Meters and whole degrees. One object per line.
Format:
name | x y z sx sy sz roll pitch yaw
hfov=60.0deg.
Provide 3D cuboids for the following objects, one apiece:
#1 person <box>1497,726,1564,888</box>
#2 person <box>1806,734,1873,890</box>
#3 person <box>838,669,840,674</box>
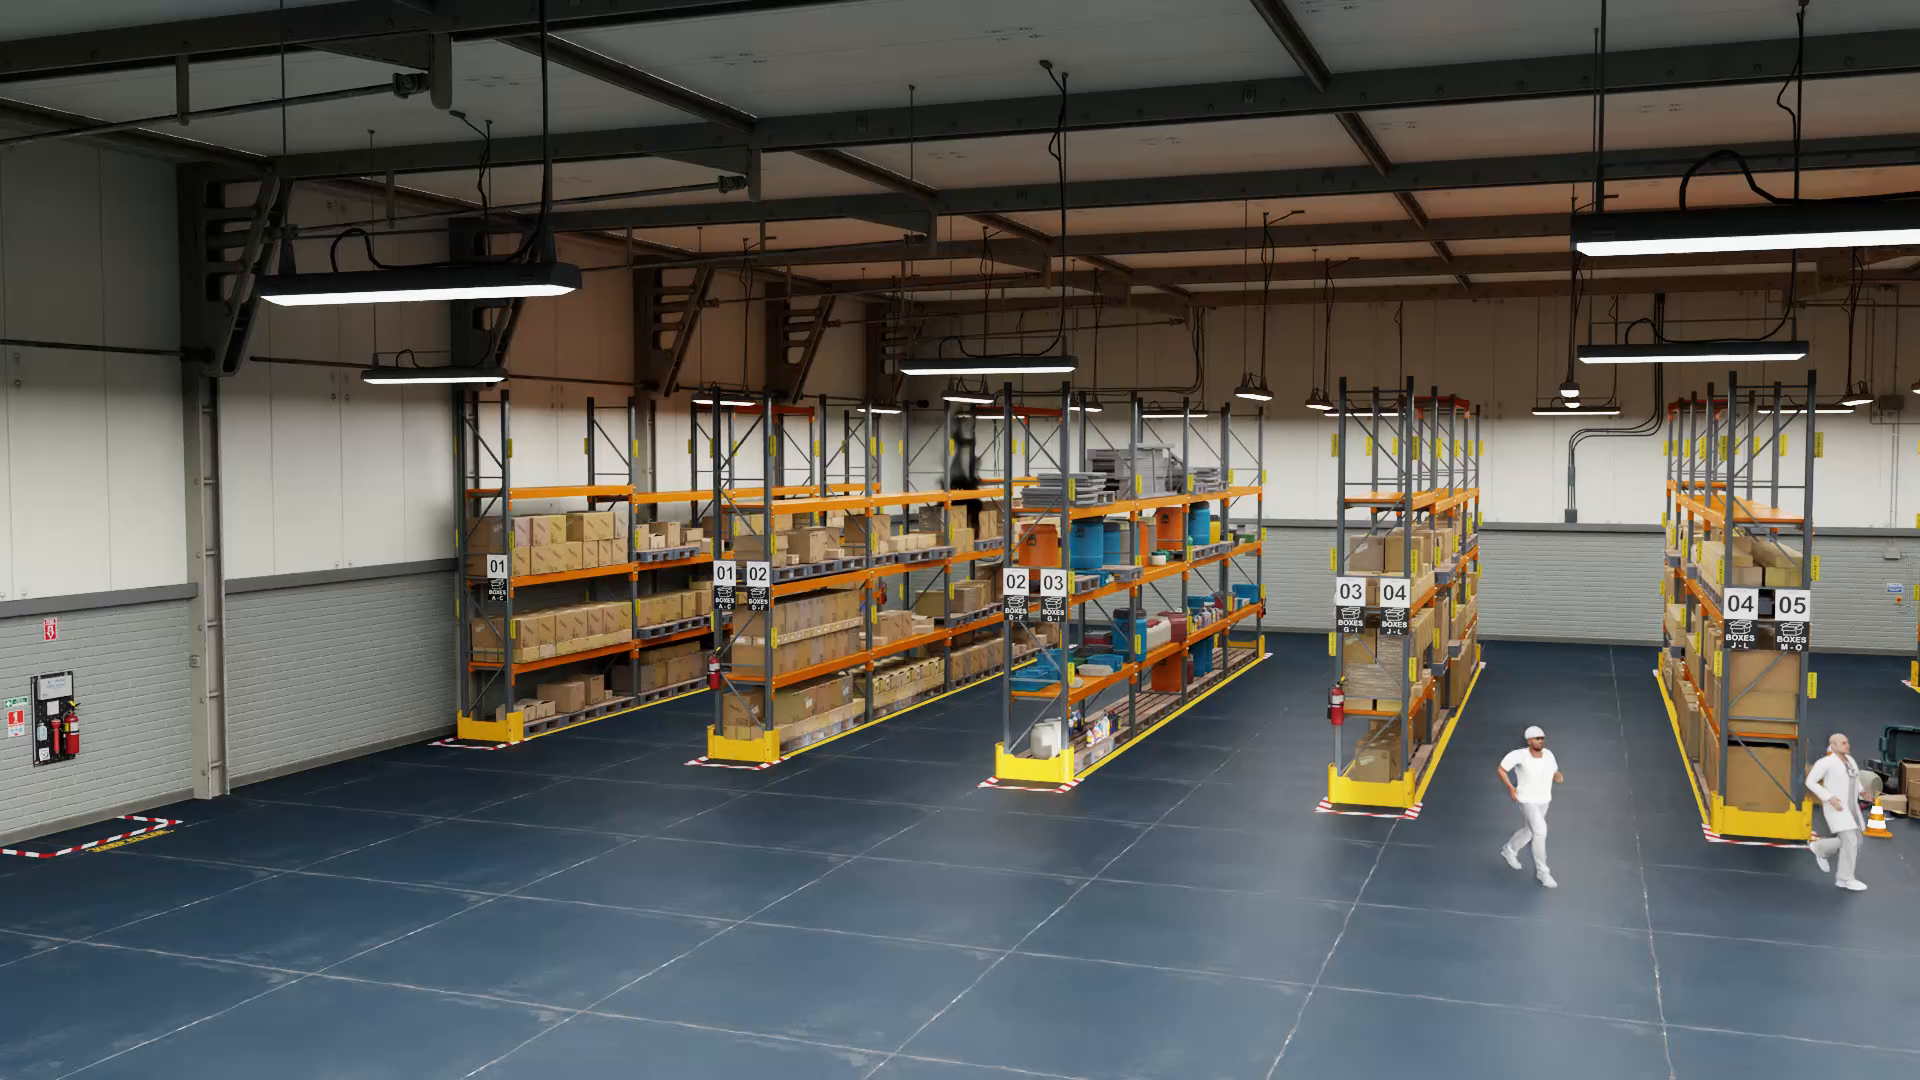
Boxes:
person | 6.673 3.049 19.341 0.675 1.798 0.902 -2 4 -26
person | 10.045 3.083 19.043 0.715 1.733 0.812 -1 3 -23
person | -2.537 2.015 34.319 0.579 1.650 0.685 0 3 7
